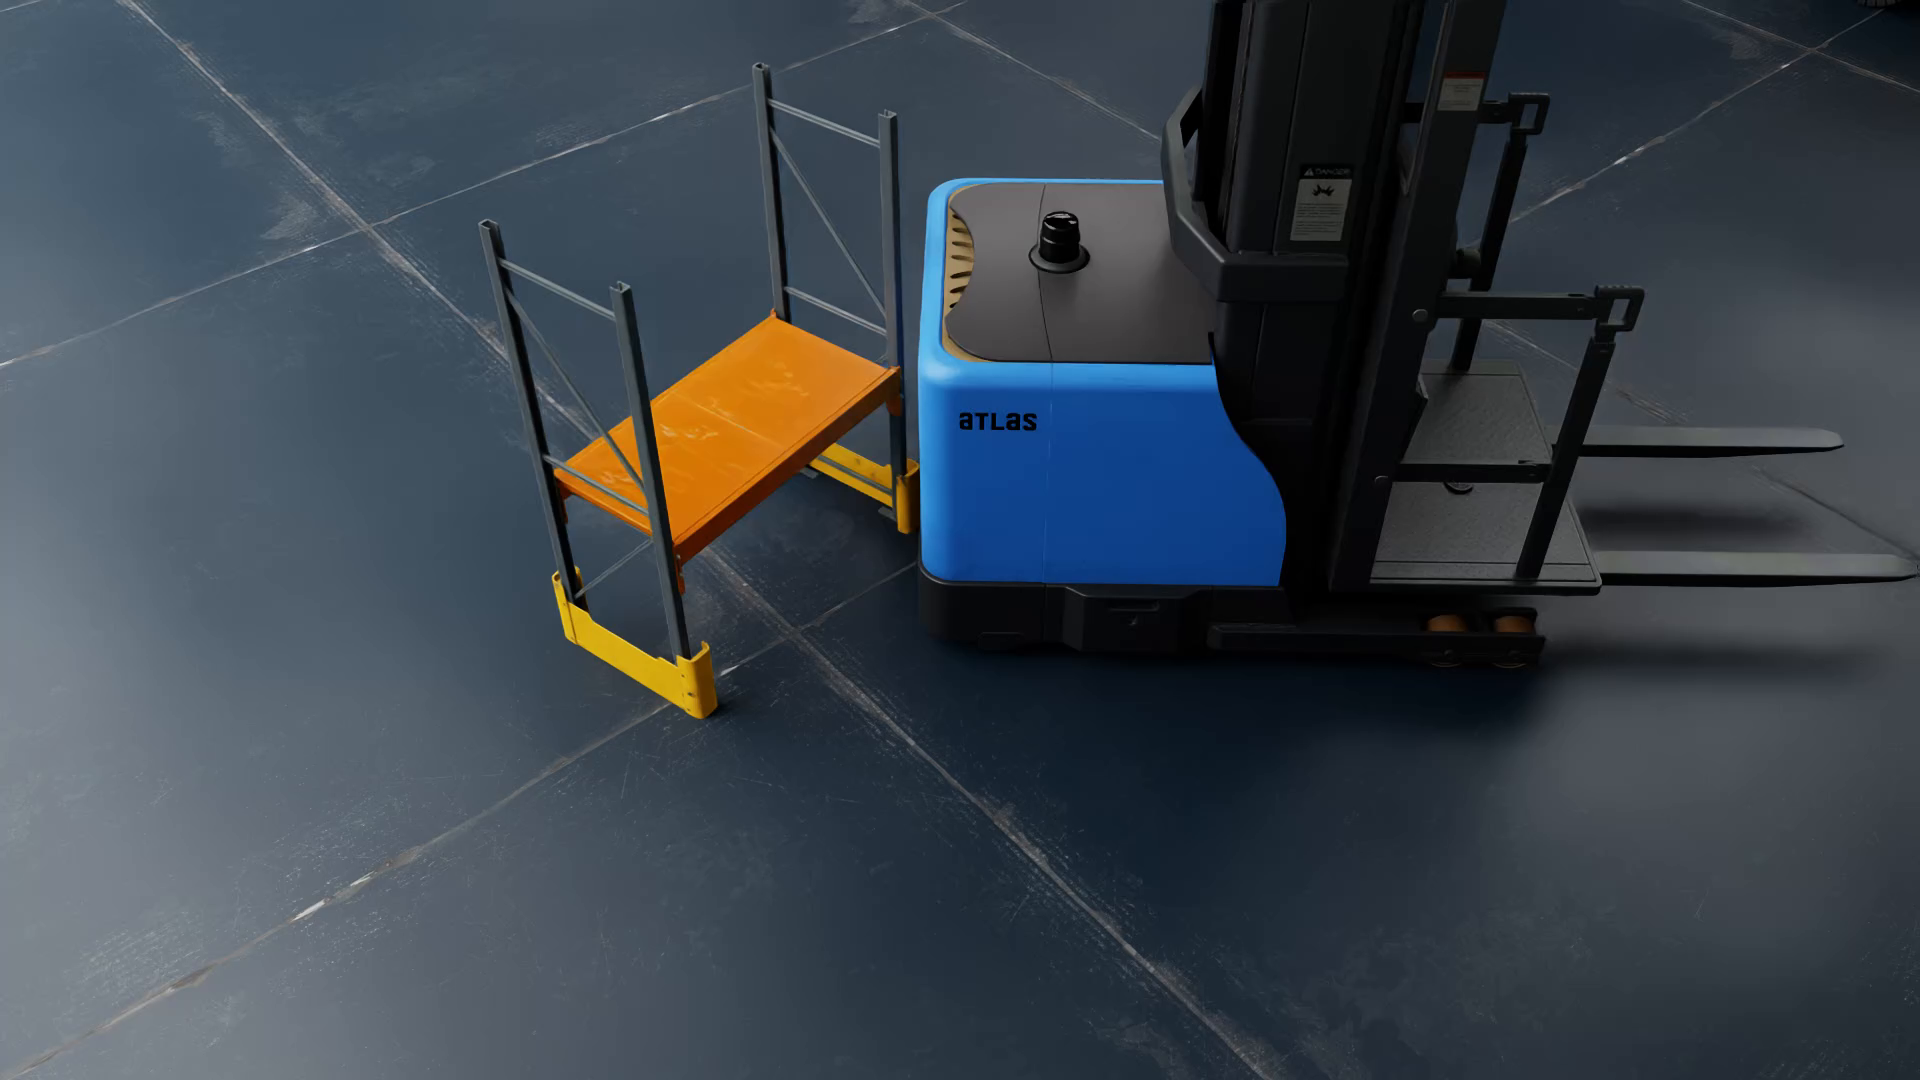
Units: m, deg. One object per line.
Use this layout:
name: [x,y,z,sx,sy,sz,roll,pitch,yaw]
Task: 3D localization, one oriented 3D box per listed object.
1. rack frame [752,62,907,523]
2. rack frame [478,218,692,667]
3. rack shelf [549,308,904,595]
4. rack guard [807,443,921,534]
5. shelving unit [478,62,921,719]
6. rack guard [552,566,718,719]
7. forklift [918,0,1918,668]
rack frame: [-0.380,-0.703,5.126,0.500,1.500,0.032,27,49,26]
rack frame: [-0.984,-0.143,4.530,0.500,1.500,0.032,27,49,26]
rack shelf: [-0.682,-0.292,4.951,0.538,0.185,1.000,27,49,26]
rack guard: [-0.381,-0.247,5.553,0.587,0.250,0.087,27,49,26]
shelving unit: [-0.677,-0.428,4.833,0.587,1.500,1.083,27,49,26]
rack guard: [-0.973,0.302,4.969,0.587,0.250,0.087,27,49,26]
forklift: [1.397,-1.049,4.450,3.031,2.935,1.130,1,43,1]
